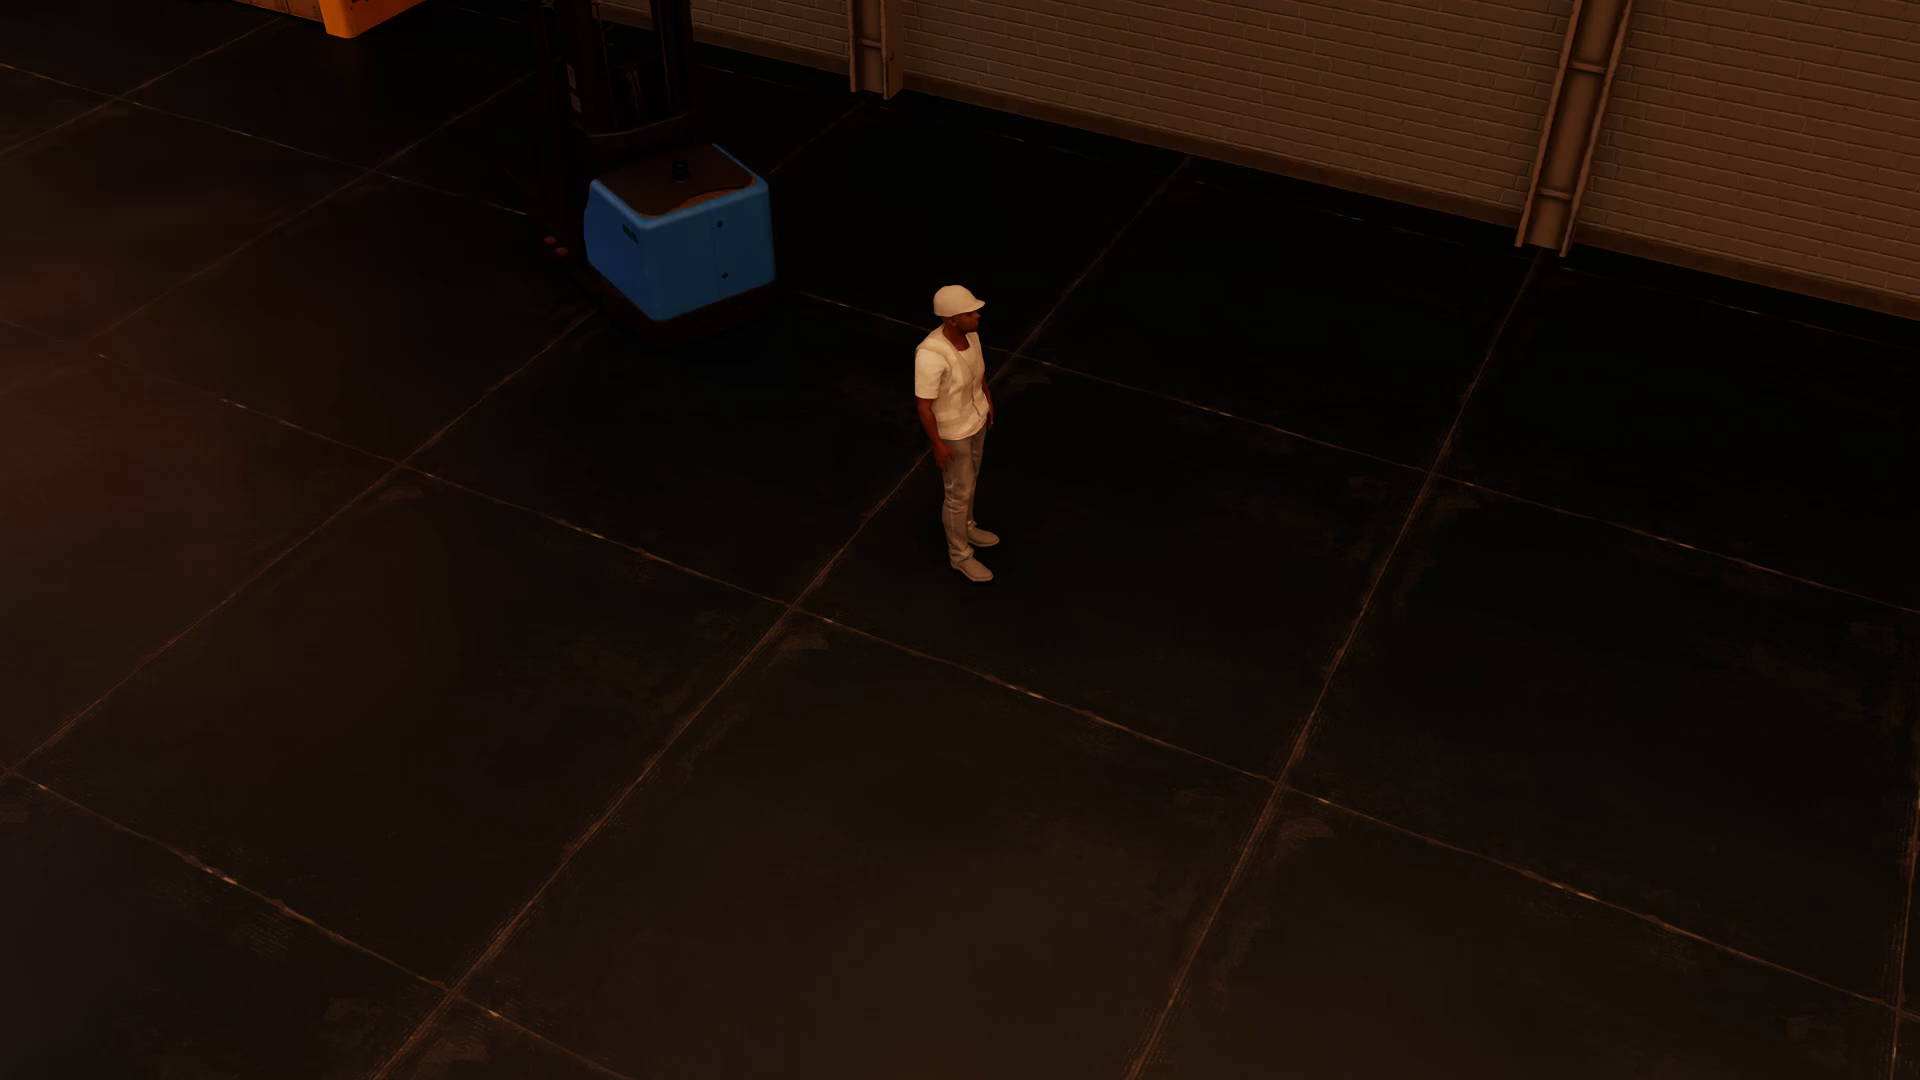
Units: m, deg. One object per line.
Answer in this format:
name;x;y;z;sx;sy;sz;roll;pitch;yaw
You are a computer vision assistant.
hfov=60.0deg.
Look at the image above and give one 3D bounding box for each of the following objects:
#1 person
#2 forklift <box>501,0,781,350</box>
person;0.059;-0.657;9.660;0.577;1.765;0.665;18;43;21
forklift;-2.588;-3.363;11.979;1.130;2.935;3.031;-25;46;-27
